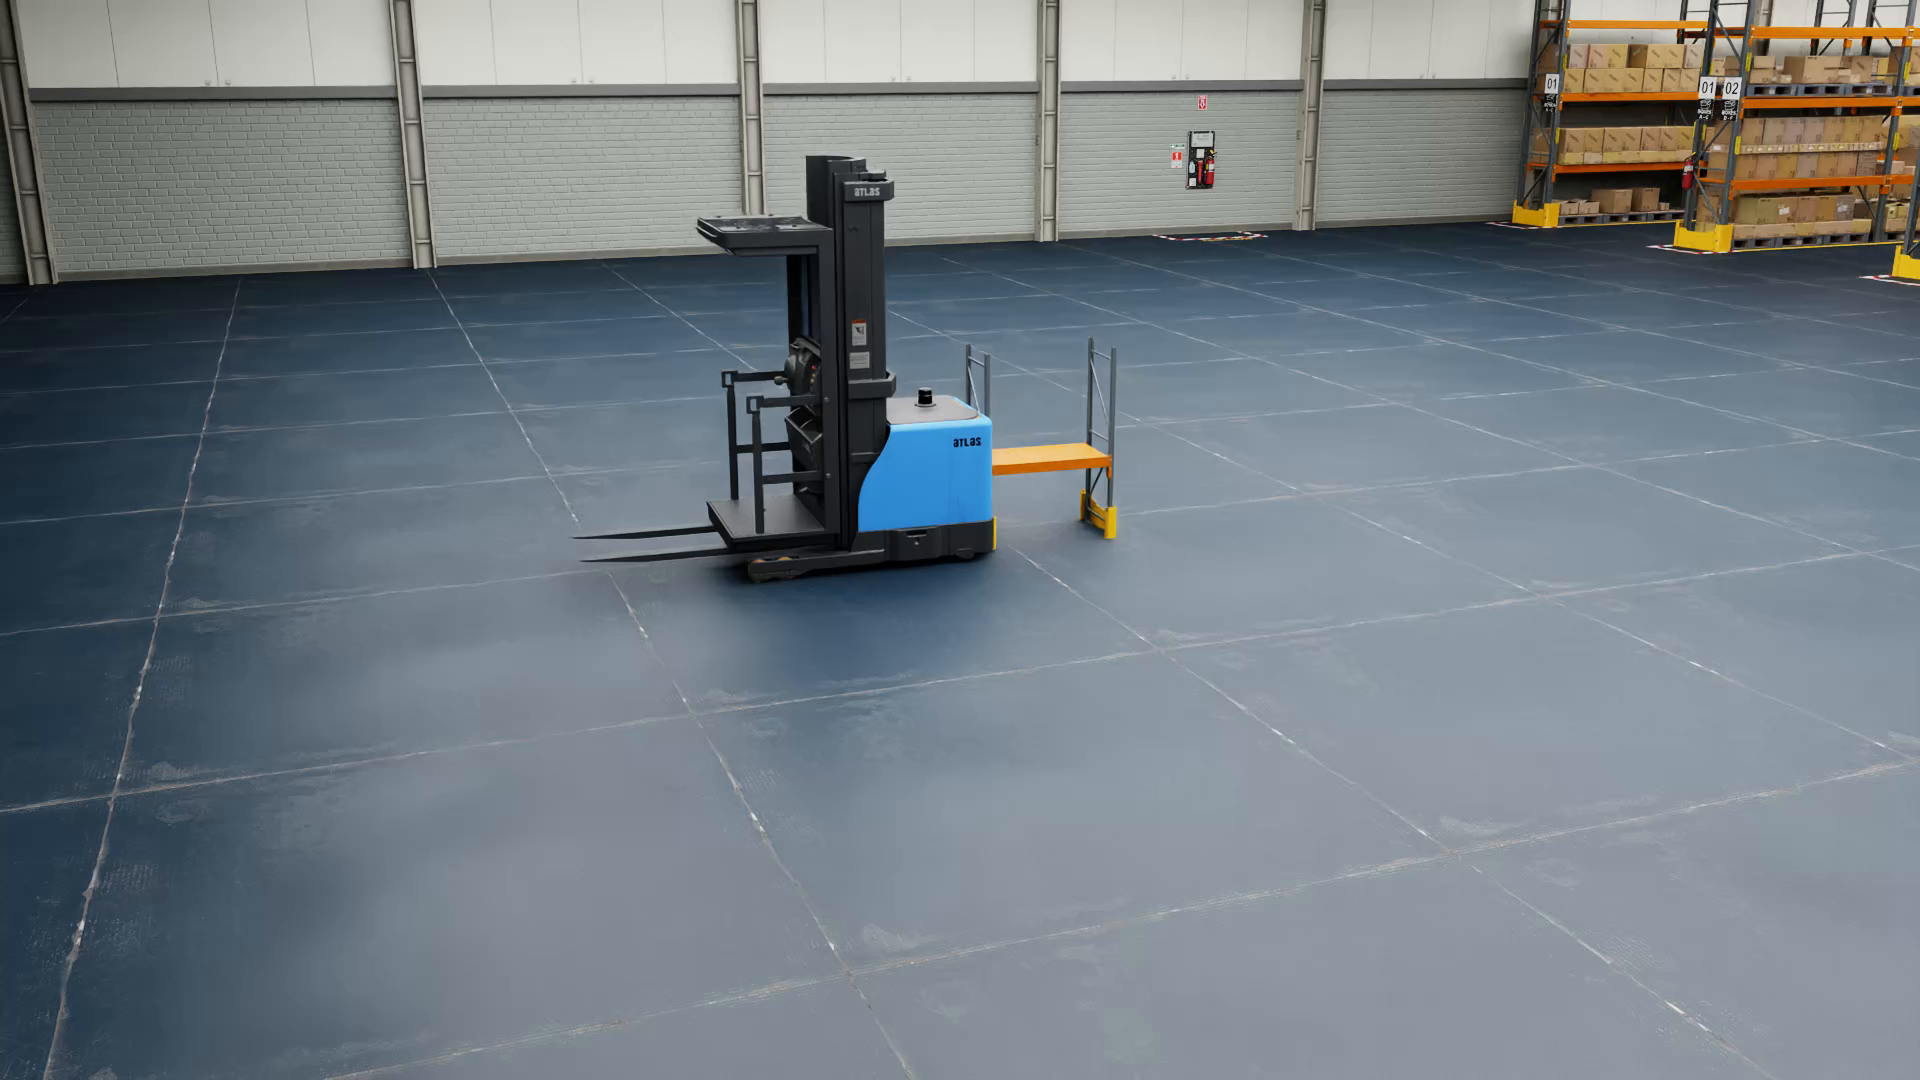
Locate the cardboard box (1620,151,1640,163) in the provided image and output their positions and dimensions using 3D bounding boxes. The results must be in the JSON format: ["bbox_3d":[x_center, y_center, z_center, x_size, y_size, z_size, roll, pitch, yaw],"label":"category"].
[{"bbox_3d":[14.599,-8.451,36.656,0.500,0.250,0.500,-6,17,-20],"label":"cardboard box"}]

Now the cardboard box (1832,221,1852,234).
[{"bbox_3d":[17.286,-6.222,32.969,0.500,0.250,0.500,-6,17,-20],"label":"cardboard box"}]

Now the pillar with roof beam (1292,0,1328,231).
[{"bbox_3d":[8.882,-9.831,30.475,0.400,9.000,9.100,-6,17,-20],"label":"pillar with roof beam"}]

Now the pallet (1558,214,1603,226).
[{"bbox_3d":[13.442,-7.134,36.888,1.213,0.211,1.003,-6,17,-20],"label":"pallet"}]

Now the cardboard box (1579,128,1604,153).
[{"bbox_3d":[13.618,-8.705,36.190,0.500,0.500,0.500,-6,17,-20],"label":"cardboard box"}]

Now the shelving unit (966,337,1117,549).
[{"bbox_3d":[0.627,-0.768,12.924,1.083,1.500,0.587,-5,17,-17],"label":"shelving unit"}]

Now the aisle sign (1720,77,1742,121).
[{"bbox_3d":[14.424,-8.249,31.122,0.004,0.787,0.394,-6,17,-20],"label":"aisle sign"}]

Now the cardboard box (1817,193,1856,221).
[{"bbox_3d":[17.285,-6.582,32.865,0.500,0.500,0.500,-6,17,-20],"label":"cardboard box"}]

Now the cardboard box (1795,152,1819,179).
[{"bbox_3d":[16.261,-7.337,32.454,0.500,0.500,0.700,-6,17,-18],"label":"cardboard box"}]

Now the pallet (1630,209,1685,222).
[{"bbox_3d":[15.720,-7.380,37.726,1.213,0.211,1.003,-6,17,-20],"label":"pallet"}]

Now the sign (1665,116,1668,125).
[{"bbox_3d":[16.133,-9.496,37.928,0.005,0.325,0.100,-6,17,-20],"label":"sign"}]

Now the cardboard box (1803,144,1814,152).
[{"bbox_3d":[16.255,-7.586,32.148,0.250,0.149,0.380,-6,17,-20],"label":"cardboard box"}]

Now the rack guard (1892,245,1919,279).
[{"bbox_3d":[16.199,-4.606,27.766,0.348,0.500,1.175,-6,17,-20],"label":"rack guard"}]

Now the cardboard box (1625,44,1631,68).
[{"bbox_3d":[14.355,-10.631,36.536,0.500,0.500,0.500,-6,17,-20],"label":"cardboard box"}]

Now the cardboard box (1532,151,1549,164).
[{"bbox_3d":[12.967,-8.427,36.575,0.500,0.250,0.500,-6,17,-19],"label":"cardboard box"}]

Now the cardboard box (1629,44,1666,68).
[{"bbox_3d":[14.972,-10.536,36.214,0.500,0.500,0.500,-7,18,-22],"label":"cardboard box"}]

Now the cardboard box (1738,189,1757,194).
[{"bbox_3d":[17.972,-7.991,38.515,0.500,0.500,0.700,-6,17,-19],"label":"cardboard box"}]

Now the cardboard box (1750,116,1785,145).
[{"bbox_3d":[15.355,-7.863,31.941,0.500,0.500,0.700,-7,18,-22],"label":"cardboard box"}]

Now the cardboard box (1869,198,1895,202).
[{"bbox_3d":[18.870,-6.814,33.988,0.500,0.311,0.500,-6,17,-19],"label":"cardboard box"}]

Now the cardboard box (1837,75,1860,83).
[{"bbox_3d":[17.082,-8.886,32.033,0.250,0.149,0.380,-6,17,-20],"label":"cardboard box"}]

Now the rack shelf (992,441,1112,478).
[{"bbox_3d":[0.618,-0.595,12.972,1.000,0.185,0.538,-5,17,-17],"label":"rack shelf"}]

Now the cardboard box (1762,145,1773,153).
[{"bbox_3d":[15.298,-7.483,31.799,0.250,0.149,0.380,-6,17,-20],"label":"cardboard box"}]

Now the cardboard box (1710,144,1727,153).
[{"bbox_3d":[14.664,-7.537,31.982,0.250,0.149,0.380,-6,18,-21],"label":"cardboard box"}]

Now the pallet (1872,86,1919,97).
[{"bbox_3d":[18.930,-8.932,33.077,1.217,0.209,0.805,-7,18,-22],"label":"pallet"}]

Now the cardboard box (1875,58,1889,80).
[{"bbox_3d":[21.500,-11.080,39.095,0.500,0.500,0.700,-5,17,-17],"label":"cardboard box"}]

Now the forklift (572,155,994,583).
[{"bbox_3d":[-1.324,-1.266,12.079,3.031,2.935,1.130,-5,17,-17],"label":"forklift"}]

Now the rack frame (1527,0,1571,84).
[{"bbox_3d":[12.600,-11.270,35.377,0.127,3.000,1.000,-6,17,-20],"label":"rack frame"}]

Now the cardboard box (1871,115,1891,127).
[{"bbox_3d":[21.553,-9.842,39.090,0.500,0.250,0.500,-6,17,-20],"label":"cardboard box"}]

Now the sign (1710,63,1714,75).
[{"bbox_3d":[16.536,-10.340,36.616,0.005,0.325,0.100,-6,17,-20],"label":"sign"}]

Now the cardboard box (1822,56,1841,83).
[{"bbox_3d":[16.528,-9.117,32.190,0.637,0.503,0.797,-4,17,-14],"label":"cardboard box"}]

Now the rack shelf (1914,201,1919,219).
[{"bbox_3d":[18.012,-5.642,28.134,4.000,0.370,1.077,-6,17,-20],"label":"rack shelf"}]

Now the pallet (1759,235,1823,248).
[{"bbox_3d":[16.212,-5.961,32.893,1.213,0.211,1.003,-6,17,-20],"label":"pallet"}]

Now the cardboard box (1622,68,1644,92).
[{"bbox_3d":[14.492,-10.014,36.211,0.500,0.500,0.500,-5,17,-17],"label":"cardboard box"}]

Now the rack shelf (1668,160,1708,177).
[{"bbox_3d":[18.202,-8.651,38.383,4.000,0.370,1.077,-6,17,-20],"label":"rack shelf"}]

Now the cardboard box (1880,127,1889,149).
[{"bbox_3d":[21.571,-9.480,39.188,0.500,0.500,0.500,-6,17,-20],"label":"cardboard box"}]

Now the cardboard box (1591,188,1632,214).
[{"bbox_3d":[14.513,-7.568,37.072,0.500,0.500,0.700,-7,18,-24],"label":"cardboard box"}]

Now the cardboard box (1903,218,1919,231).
[{"bbox_3d":[19.054,-6.401,33.577,0.500,0.250,0.500,-6,17,-19],"label":"cardboard box"}]

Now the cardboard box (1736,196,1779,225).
[{"bbox_3d":[15.422,-6.377,32.166,0.500,0.500,0.500,-6,17,-20],"label":"cardboard box"}]

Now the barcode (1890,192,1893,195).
[{"bbox_3d":[18.498,-6.881,33.028,0.075,0.075,0.001,-6,17,-20],"label":"barcode"}]

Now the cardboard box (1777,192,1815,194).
[{"bbox_3d":[16.632,-6.669,33.159,0.500,0.500,0.500,-6,17,-20],"label":"cardboard box"}]

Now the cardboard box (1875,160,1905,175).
[{"bbox_3d":[18.555,-7.481,33.388,0.500,0.250,0.500,-5,17,-17],"label":"cardboard box"}]

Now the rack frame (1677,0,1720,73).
[{"bbox_3d":[16.335,-11.673,36.750,0.127,3.000,1.000,-6,17,-20],"label":"rack frame"}]

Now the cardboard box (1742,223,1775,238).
[{"bbox_3d":[15.422,-6.018,32.273,0.500,0.250,0.500,-6,17,-20],"label":"cardboard box"}]

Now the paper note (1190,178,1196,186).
[{"bbox_3d":[4.830,-7.423,34.488,0.142,0.148,0.016,-6,17,-20],"label":"paper note"}]

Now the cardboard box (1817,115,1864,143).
[{"bbox_3d":[17.227,-8.065,32.629,0.500,0.500,0.700,-6,17,-20],"label":"cardboard box"}]

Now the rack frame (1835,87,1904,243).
[{"bbox_3d":[18.111,-7.492,33.158,0.127,3.000,1.000,-6,17,-20],"label":"rack frame"}]

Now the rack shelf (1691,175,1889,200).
[{"bbox_3d":[16.243,-6.945,32.573,4.000,0.370,1.077,-6,17,-20],"label":"rack shelf"}]

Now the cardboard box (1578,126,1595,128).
[{"bbox_3d":[13.919,-8.894,36.832,0.500,0.500,0.500,-7,18,-22],"label":"cardboard box"}]

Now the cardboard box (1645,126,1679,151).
[{"bbox_3d":[15.540,-8.912,36.892,0.500,0.500,0.500,-6,17,-20],"label":"cardboard box"}]

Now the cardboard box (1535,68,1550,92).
[{"bbox_3d":[12.899,-9.997,36.153,0.500,0.500,0.500,-5,17,-16],"label":"cardboard box"}]

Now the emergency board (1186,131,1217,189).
[{"bbox_3d":[5.020,-7.846,34.363,0.643,1.169,0.194,-6,17,-20],"label":"emergency board"}]

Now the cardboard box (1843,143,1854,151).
[{"bbox_3d":[17.214,-7.689,32.501,0.250,0.149,0.380,-6,17,-20],"label":"cardboard box"}]

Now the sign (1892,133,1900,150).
[{"bbox_3d":[18.311,-7.800,32.529,0.005,0.325,0.100,-6,17,-20],"label":"sign"}]

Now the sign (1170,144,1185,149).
[{"bbox_3d":[4.474,-8.087,34.180,0.331,0.109,0.001,-6,17,-20],"label":"sign"}]
